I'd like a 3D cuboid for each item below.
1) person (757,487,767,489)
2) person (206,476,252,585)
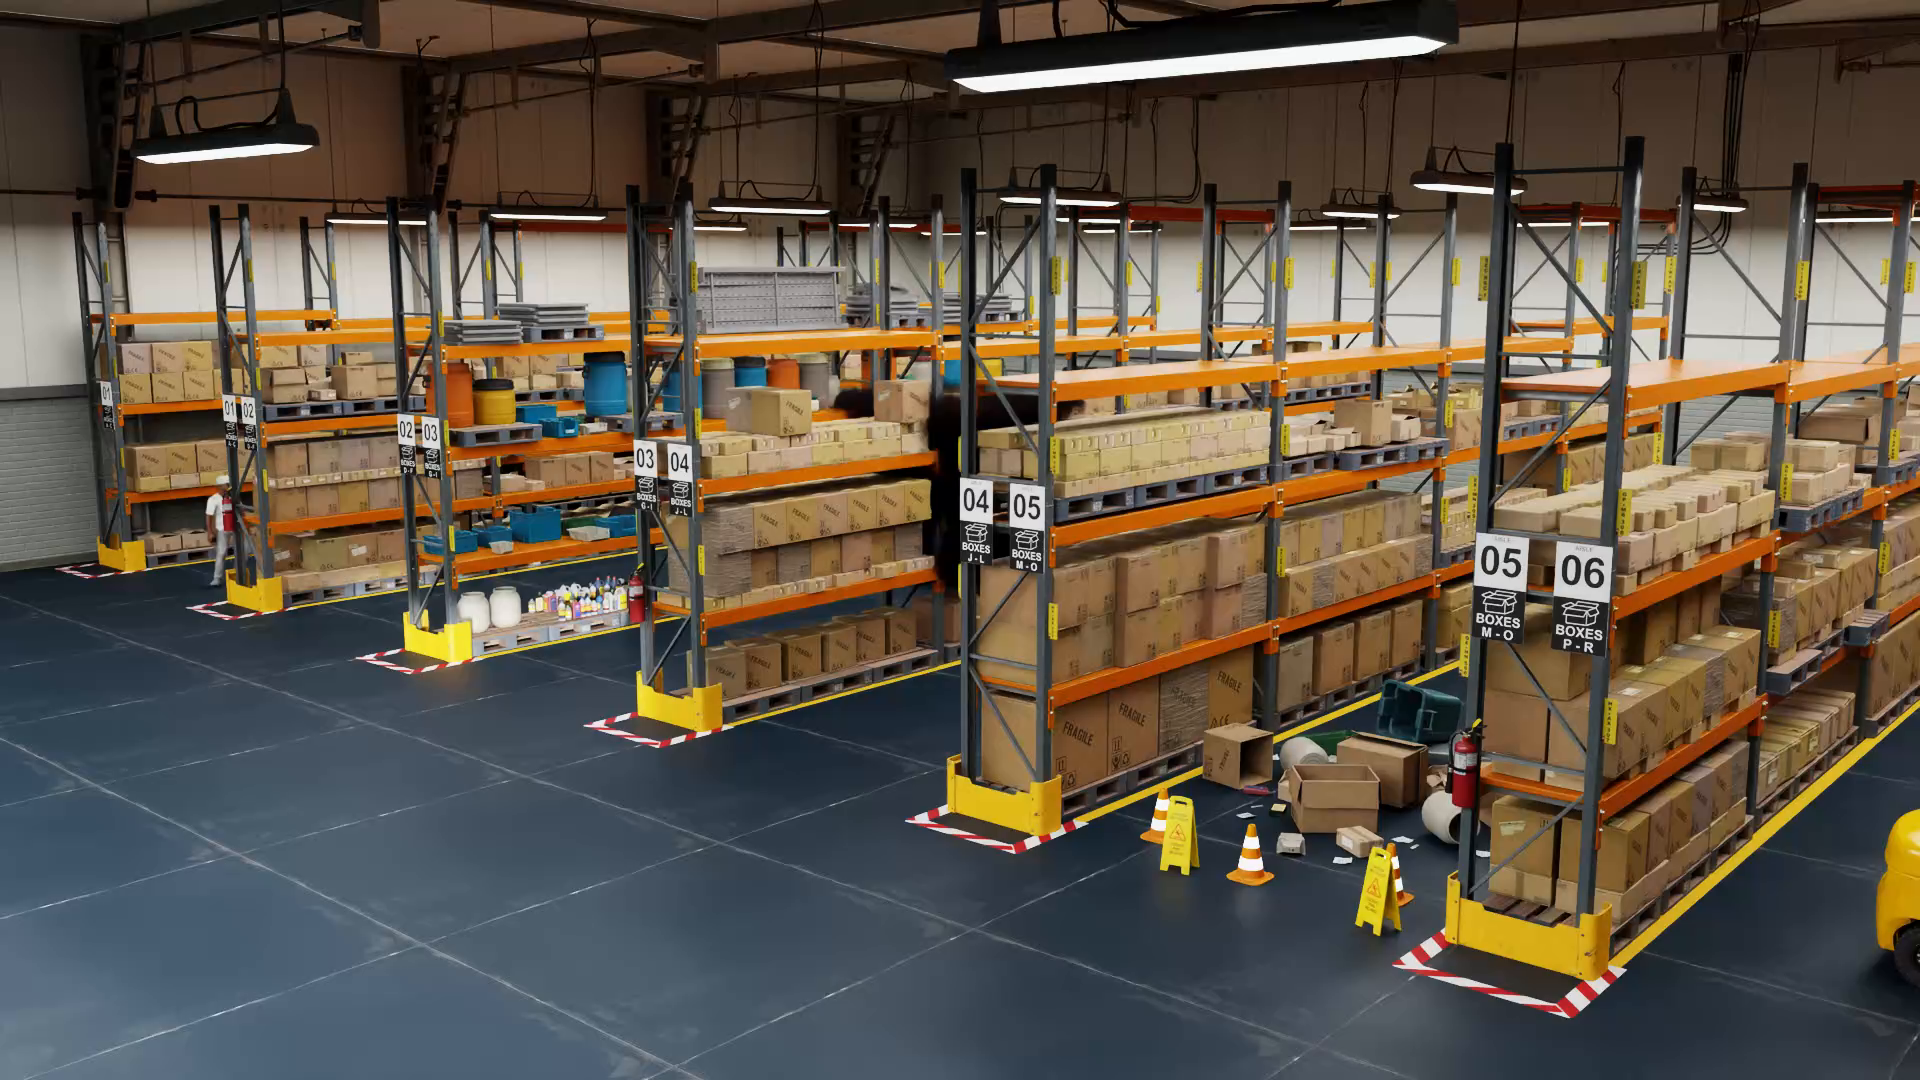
[{"bbox_3d":[-2.920,0.005,24.554,0.394,1.637,0.965,6,11,31],"label":"person"},{"bbox_3d":[-11.831,-0.160,26.880,0.724,1.781,0.397,-8,13,-41],"label":"person"}]
